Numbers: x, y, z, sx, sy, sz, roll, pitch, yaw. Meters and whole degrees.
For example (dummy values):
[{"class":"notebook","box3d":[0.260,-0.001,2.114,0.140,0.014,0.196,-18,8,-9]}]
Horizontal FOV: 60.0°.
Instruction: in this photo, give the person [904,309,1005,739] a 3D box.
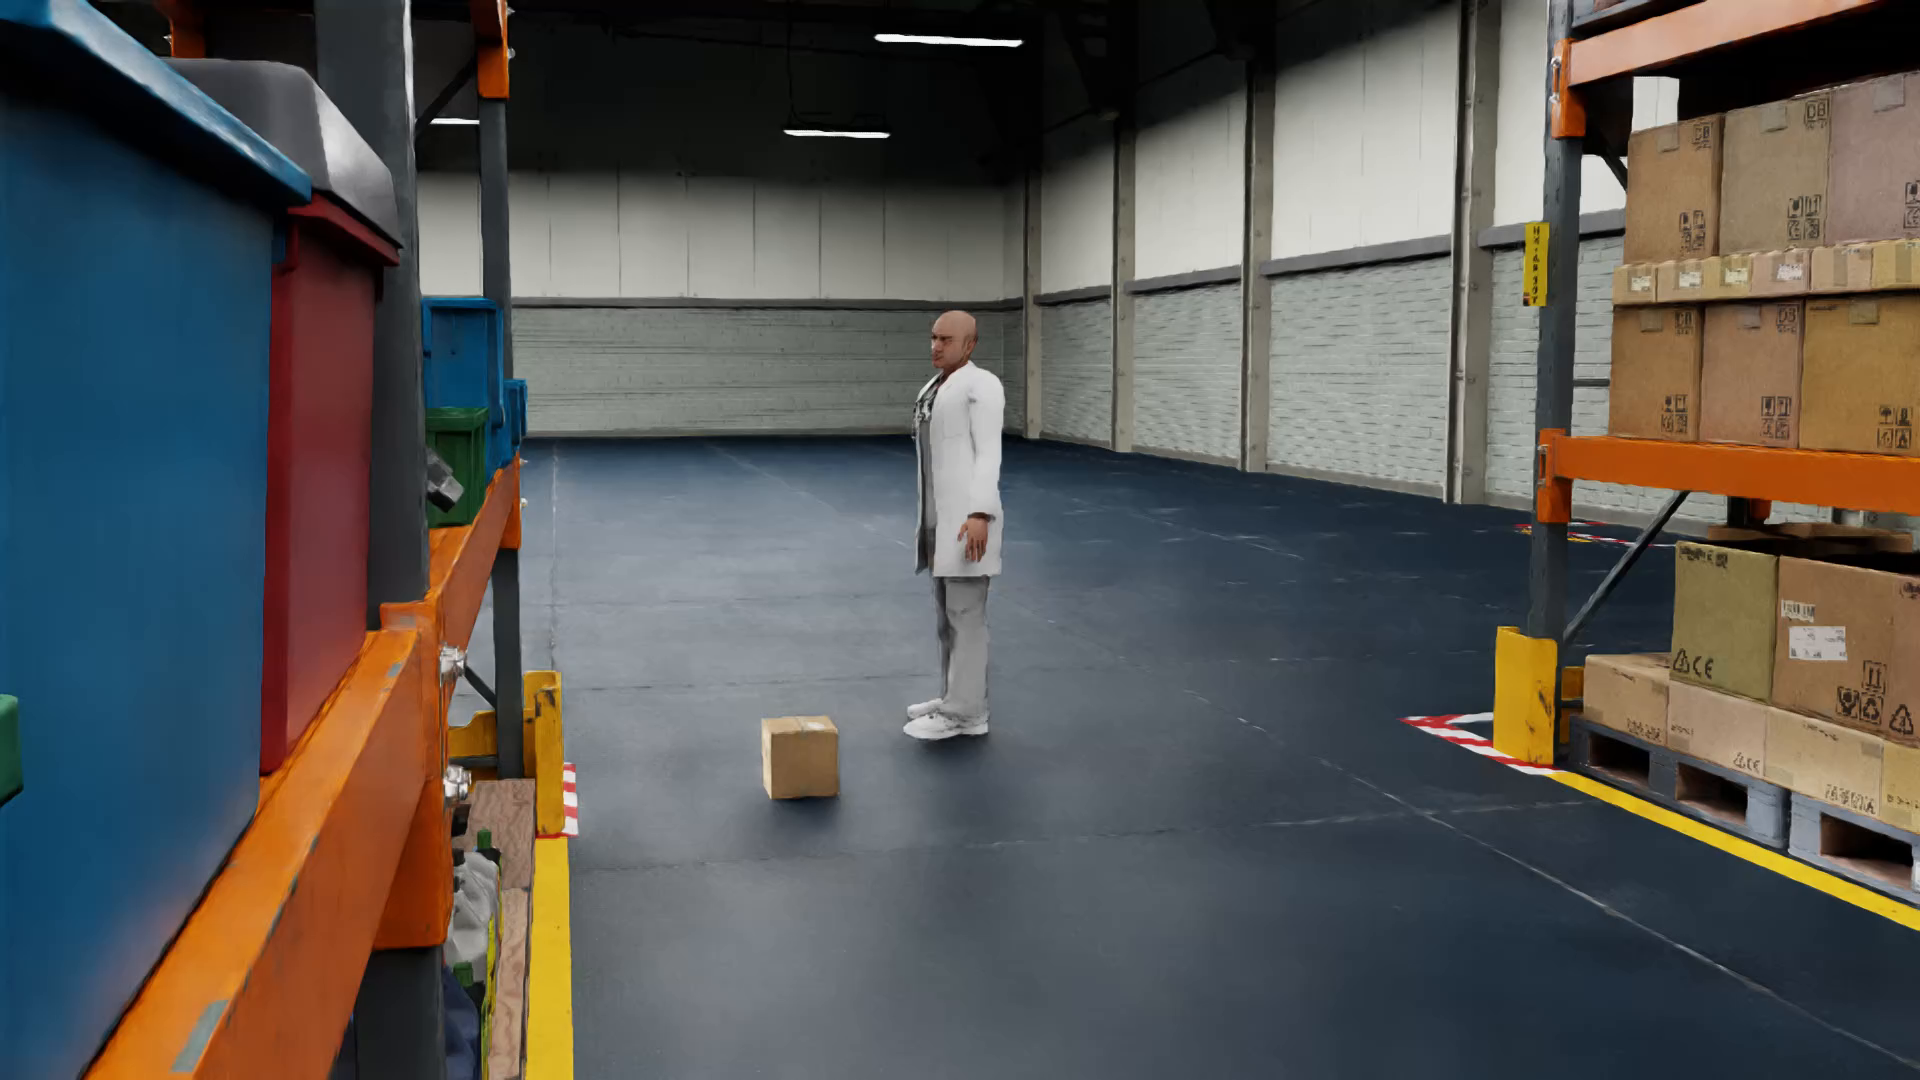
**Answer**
[{"class":"person","box3d":[-0.046,-0.067,6.986,0.506,1.786,0.689,-3,7,-28]}]
